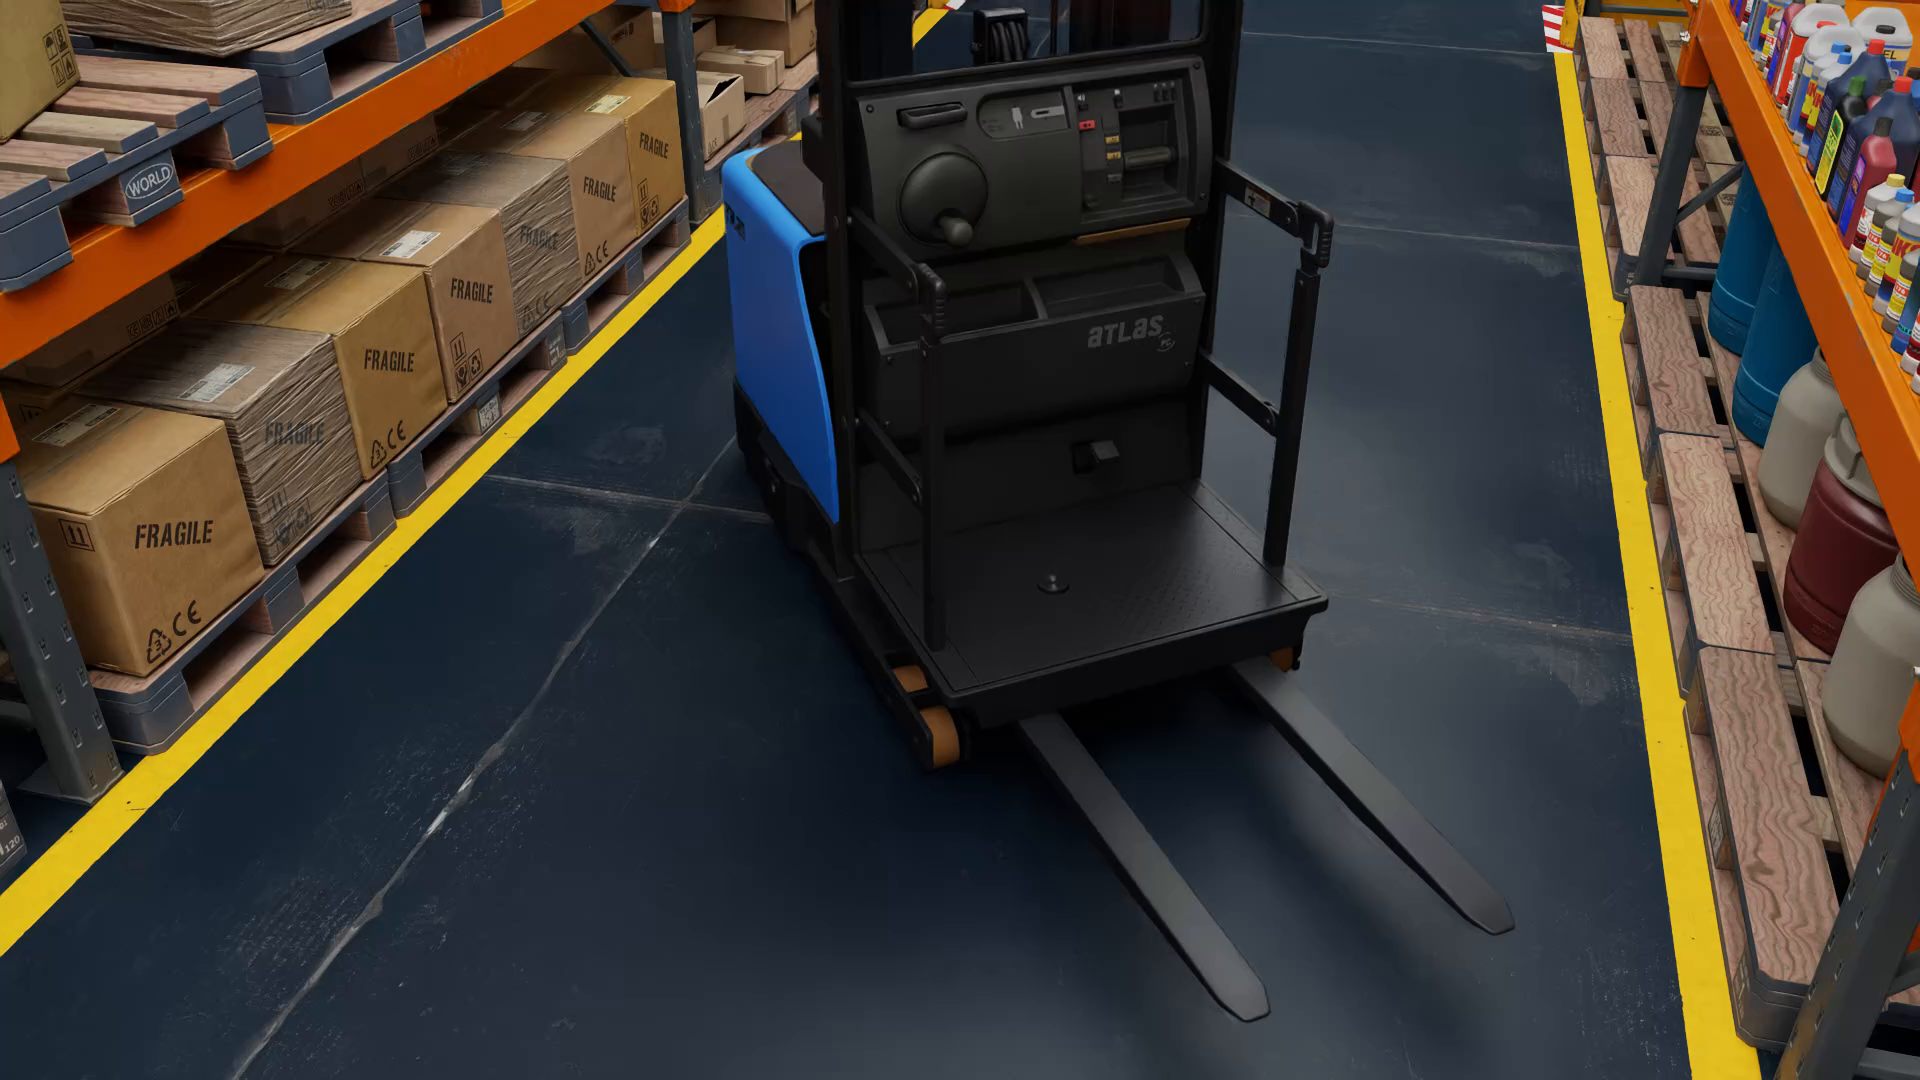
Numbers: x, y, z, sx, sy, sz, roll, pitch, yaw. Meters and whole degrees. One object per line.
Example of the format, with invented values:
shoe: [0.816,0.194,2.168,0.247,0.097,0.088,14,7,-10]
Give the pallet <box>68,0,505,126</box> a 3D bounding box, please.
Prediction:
pallet: [-2.165,-1.622,5.185,1.003,0.211,1.213,8,33,12]

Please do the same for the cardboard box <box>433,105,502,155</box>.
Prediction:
cardboard box: [-2.122,-1.404,6.582,0.500,0.500,0.500,8,33,13]

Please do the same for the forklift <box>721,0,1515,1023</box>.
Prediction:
forklift: [0.287,-0.904,3.939,1.130,2.935,3.031,-13,35,-19]

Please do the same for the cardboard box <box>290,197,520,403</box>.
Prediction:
cardboard box: [-1.875,-0.825,5.672,0.500,0.500,0.500,7,33,11]

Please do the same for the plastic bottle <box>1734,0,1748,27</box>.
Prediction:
plastic bottle: [2.612,-1.842,5.460,0.061,0.283,0.133,8,33,12]

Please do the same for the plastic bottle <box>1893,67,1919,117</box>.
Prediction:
plastic bottle: [2.406,-1.072,4.261,0.097,0.271,0.097,0,32,0]

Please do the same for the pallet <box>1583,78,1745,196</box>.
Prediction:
pallet: [3.608,-1.938,8.102,1.003,0.211,1.213,8,33,12]

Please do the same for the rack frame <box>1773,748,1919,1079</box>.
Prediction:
rack frame: [2.140,-0.017,2.480,0.949,2.616,0.053,8,33,12]

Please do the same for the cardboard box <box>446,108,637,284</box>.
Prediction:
cardboard box: [-1.620,-1.349,6.496,0.500,0.500,0.500,8,33,13]

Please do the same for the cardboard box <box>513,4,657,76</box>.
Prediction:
cardboard box: [-1.768,-2.234,7.888,0.500,0.500,0.500,8,33,12]

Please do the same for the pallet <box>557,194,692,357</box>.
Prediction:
pallet: [-1.808,-1.165,6.886,1.003,0.211,1.213,8,33,12]

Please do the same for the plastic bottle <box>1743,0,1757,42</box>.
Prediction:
plastic bottle: [2.576,-1.724,5.286,0.097,0.271,0.097,0,32,0]

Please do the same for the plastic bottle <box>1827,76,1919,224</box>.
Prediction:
plastic bottle: [2.197,-0.934,3.970,0.144,0.351,0.185,8,33,12]

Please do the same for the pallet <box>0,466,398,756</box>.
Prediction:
pallet: [-2.428,0.101,4.894,1.003,0.211,1.213,8,33,12]

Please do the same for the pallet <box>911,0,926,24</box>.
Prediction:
pallet: [-0.844,-3.215,10.110,1.003,0.211,1.213,8,33,12]

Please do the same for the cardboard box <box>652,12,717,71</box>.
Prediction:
cardboard box: [-1.578,-2.544,8.551,0.500,0.311,0.500,8,33,12]

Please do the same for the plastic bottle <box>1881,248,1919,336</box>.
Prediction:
plastic bottle: [2.006,-0.530,3.473,0.097,0.201,0.097,0,32,0]

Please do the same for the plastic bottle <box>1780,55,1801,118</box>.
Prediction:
plastic bottle: [2.375,-1.284,4.658,0.097,0.201,0.097,0,32,0]

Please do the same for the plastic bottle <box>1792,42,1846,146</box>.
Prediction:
plastic bottle: [2.316,-1.193,4.450,0.097,0.271,0.097,0,32,0]

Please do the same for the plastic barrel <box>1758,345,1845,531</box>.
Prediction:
plastic barrel: [2.588,-0.292,4.841,0.421,0.512,0.421,0,32,0]

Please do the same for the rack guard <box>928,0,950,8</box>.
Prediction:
rack guard: [-0.643,-3.750,10.684,1.175,0.500,0.348,8,33,12]

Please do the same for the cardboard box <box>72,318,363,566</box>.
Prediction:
cardboard box: [-2.134,-0.294,4.836,0.500,0.500,0.500,7,33,11]

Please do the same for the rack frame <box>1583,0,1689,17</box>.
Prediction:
rack frame: [4.167,-4.168,9.011,1.000,3.000,0.127,8,33,12]

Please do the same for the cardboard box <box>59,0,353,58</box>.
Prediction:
cardboard box: [-2.186,-1.704,4.649,0.700,0.500,0.500,14,35,21]

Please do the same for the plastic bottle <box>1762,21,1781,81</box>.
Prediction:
plastic bottle: [2.468,-1.473,4.957,0.097,0.201,0.097,0,32,0]

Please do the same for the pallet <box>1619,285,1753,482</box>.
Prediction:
pallet: [2.916,-0.521,5.873,1.003,0.211,1.213,8,33,12]

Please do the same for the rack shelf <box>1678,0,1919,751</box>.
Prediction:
rack shelf: [2.644,-0.751,4.306,1.077,0.370,4.000,8,33,12]

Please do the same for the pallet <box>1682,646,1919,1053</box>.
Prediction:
pallet: [2.296,0.745,3.881,1.003,0.211,1.213,8,33,12]

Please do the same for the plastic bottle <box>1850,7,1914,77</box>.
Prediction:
plastic bottle: [2.578,-1.351,4.695,0.152,0.276,0.135,8,33,12]

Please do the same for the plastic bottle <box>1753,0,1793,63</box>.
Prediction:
plastic bottle: [2.517,-1.604,5.097,0.097,0.271,0.097,0,32,0]

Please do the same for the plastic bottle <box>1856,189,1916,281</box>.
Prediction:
plastic bottle: [2.080,-0.681,3.711,0.097,0.201,0.097,0,32,0]

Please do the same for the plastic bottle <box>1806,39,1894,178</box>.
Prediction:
plastic bottle: [2.278,-1.099,4.229,0.144,0.351,0.185,8,33,12]

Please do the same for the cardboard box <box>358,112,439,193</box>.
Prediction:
cardboard box: [-2.251,-1.480,6.002,0.500,0.250,0.500,8,33,12]

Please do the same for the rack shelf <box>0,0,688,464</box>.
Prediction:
rack shelf: [-2.146,-1.428,5.370,1.077,0.370,4.000,8,33,12]

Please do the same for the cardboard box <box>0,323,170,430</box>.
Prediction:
cardboard box: [-2.643,-0.341,4.911,0.500,0.500,0.500,9,34,14]

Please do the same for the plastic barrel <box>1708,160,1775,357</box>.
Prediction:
plastic barrel: [2.997,-1.104,5.756,0.600,0.901,0.708,8,33,12]

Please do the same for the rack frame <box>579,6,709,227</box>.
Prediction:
rack frame: [-1.638,-2.769,6.810,1.000,3.000,0.127,8,33,12]

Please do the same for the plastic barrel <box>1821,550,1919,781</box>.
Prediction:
plastic barrel: [2.301,0.294,3.919,0.421,0.512,0.421,0,32,0]

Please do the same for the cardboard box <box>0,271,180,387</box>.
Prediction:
cardboard box: [-2.633,-0.688,4.757,0.500,0.250,0.500,9,34,14]

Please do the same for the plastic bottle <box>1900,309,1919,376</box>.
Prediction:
plastic bottle: [1.957,-0.429,3.314,0.097,0.201,0.097,0,32,0]

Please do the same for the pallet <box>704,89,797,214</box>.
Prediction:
pallet: [-1.463,-1.948,8.118,1.003,0.211,1.213,8,33,12]

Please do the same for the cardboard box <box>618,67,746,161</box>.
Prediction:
cardboard box: [-1.323,-2.008,7.709,0.500,0.311,0.500,8,33,12]

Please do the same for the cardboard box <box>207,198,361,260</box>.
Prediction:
cardboard box: [-2.384,-0.883,5.763,0.500,0.500,0.500,7,33,11]

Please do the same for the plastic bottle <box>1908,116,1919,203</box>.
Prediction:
plastic bottle: [2.303,-0.905,3.987,0.061,0.283,0.133,8,33,12]

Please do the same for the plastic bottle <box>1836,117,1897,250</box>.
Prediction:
plastic bottle: [2.117,-0.829,3.867,0.061,0.283,0.133,8,33,12]

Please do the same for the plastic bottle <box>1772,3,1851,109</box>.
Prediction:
plastic bottle: [2.431,-1.372,4.727,0.152,0.276,0.135,8,33,12]
